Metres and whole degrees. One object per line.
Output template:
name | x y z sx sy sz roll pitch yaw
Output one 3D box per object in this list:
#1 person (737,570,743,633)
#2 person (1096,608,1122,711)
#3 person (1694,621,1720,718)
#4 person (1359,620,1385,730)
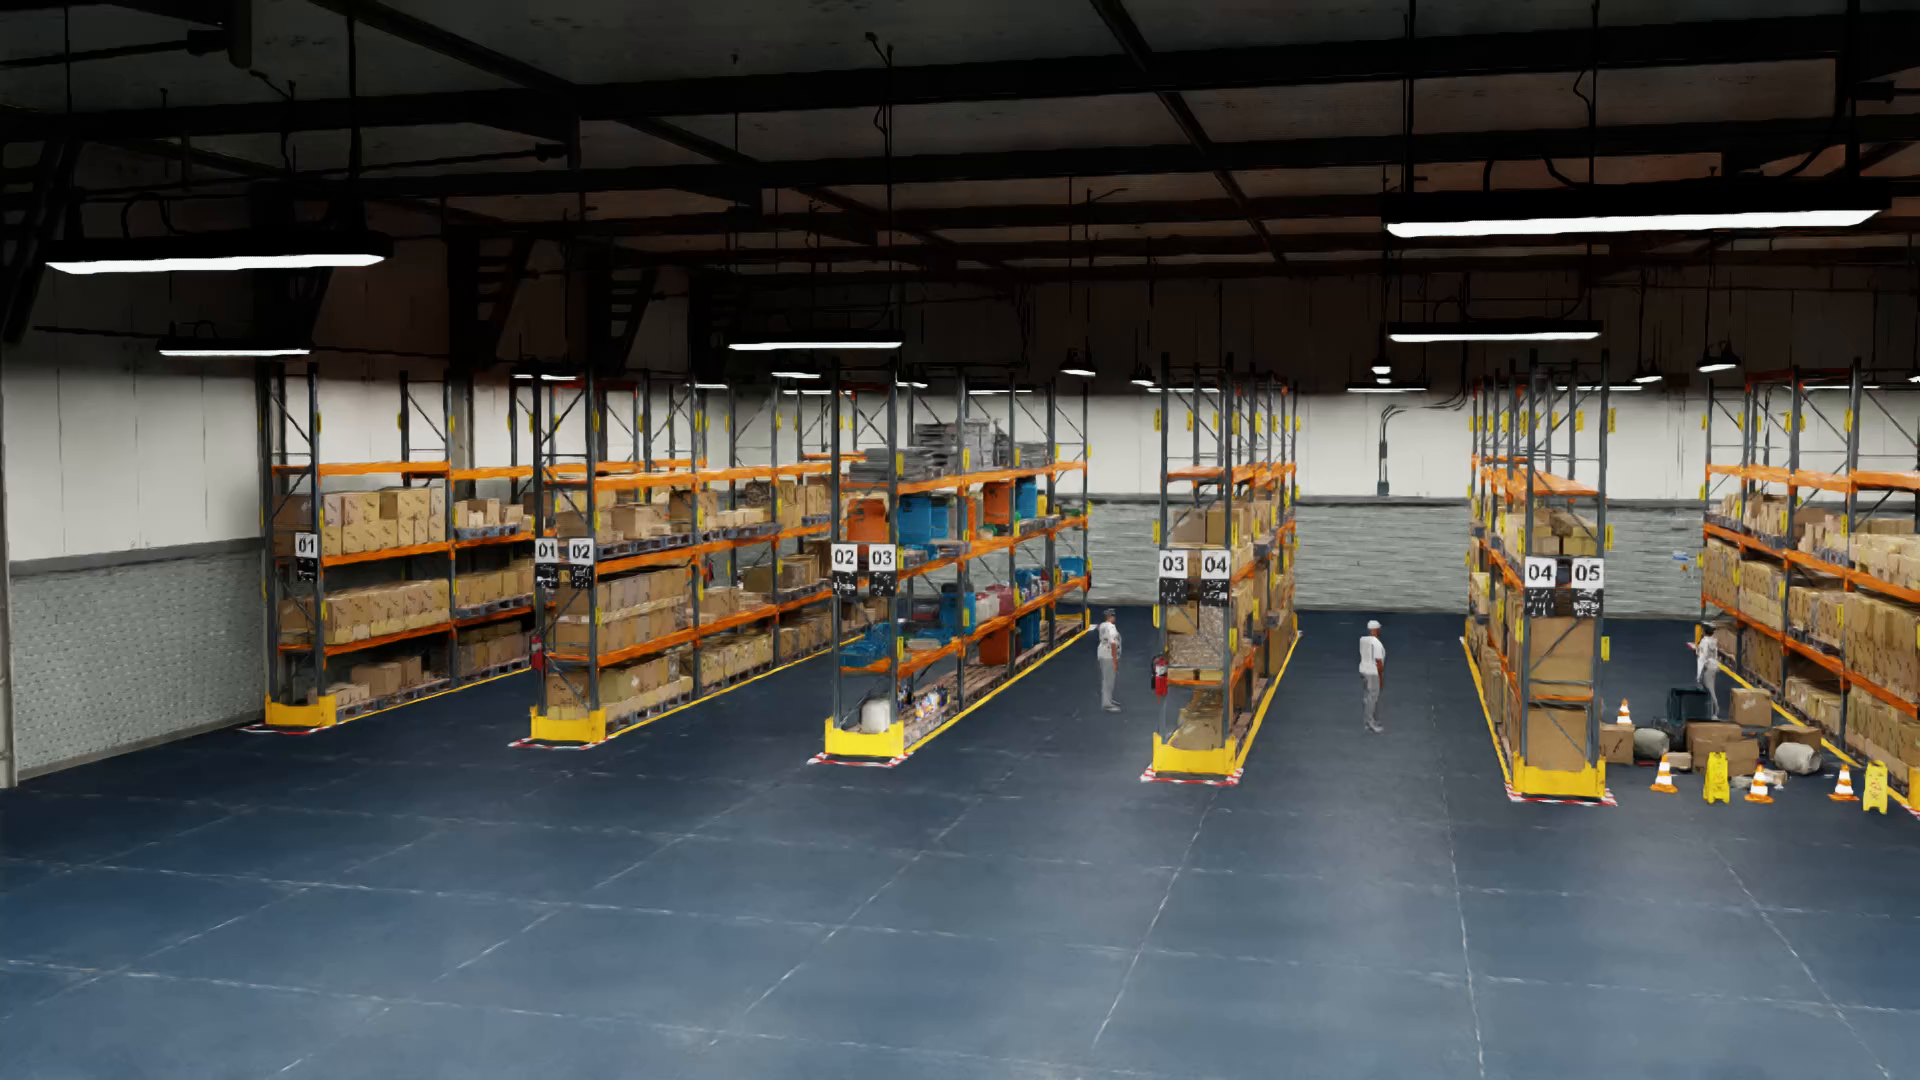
person | -4.958 1.519 37.585 0.449 1.671 0.534 -1 4 -17
person | 2.645 2.069 29.060 0.476 1.759 0.593 -1 4 -15
person | 12.483 2.196 27.839 0.538 1.667 0.561 4 5 42
person | 6.781 2.187 27.194 0.463 1.772 0.649 -1 4 -14
